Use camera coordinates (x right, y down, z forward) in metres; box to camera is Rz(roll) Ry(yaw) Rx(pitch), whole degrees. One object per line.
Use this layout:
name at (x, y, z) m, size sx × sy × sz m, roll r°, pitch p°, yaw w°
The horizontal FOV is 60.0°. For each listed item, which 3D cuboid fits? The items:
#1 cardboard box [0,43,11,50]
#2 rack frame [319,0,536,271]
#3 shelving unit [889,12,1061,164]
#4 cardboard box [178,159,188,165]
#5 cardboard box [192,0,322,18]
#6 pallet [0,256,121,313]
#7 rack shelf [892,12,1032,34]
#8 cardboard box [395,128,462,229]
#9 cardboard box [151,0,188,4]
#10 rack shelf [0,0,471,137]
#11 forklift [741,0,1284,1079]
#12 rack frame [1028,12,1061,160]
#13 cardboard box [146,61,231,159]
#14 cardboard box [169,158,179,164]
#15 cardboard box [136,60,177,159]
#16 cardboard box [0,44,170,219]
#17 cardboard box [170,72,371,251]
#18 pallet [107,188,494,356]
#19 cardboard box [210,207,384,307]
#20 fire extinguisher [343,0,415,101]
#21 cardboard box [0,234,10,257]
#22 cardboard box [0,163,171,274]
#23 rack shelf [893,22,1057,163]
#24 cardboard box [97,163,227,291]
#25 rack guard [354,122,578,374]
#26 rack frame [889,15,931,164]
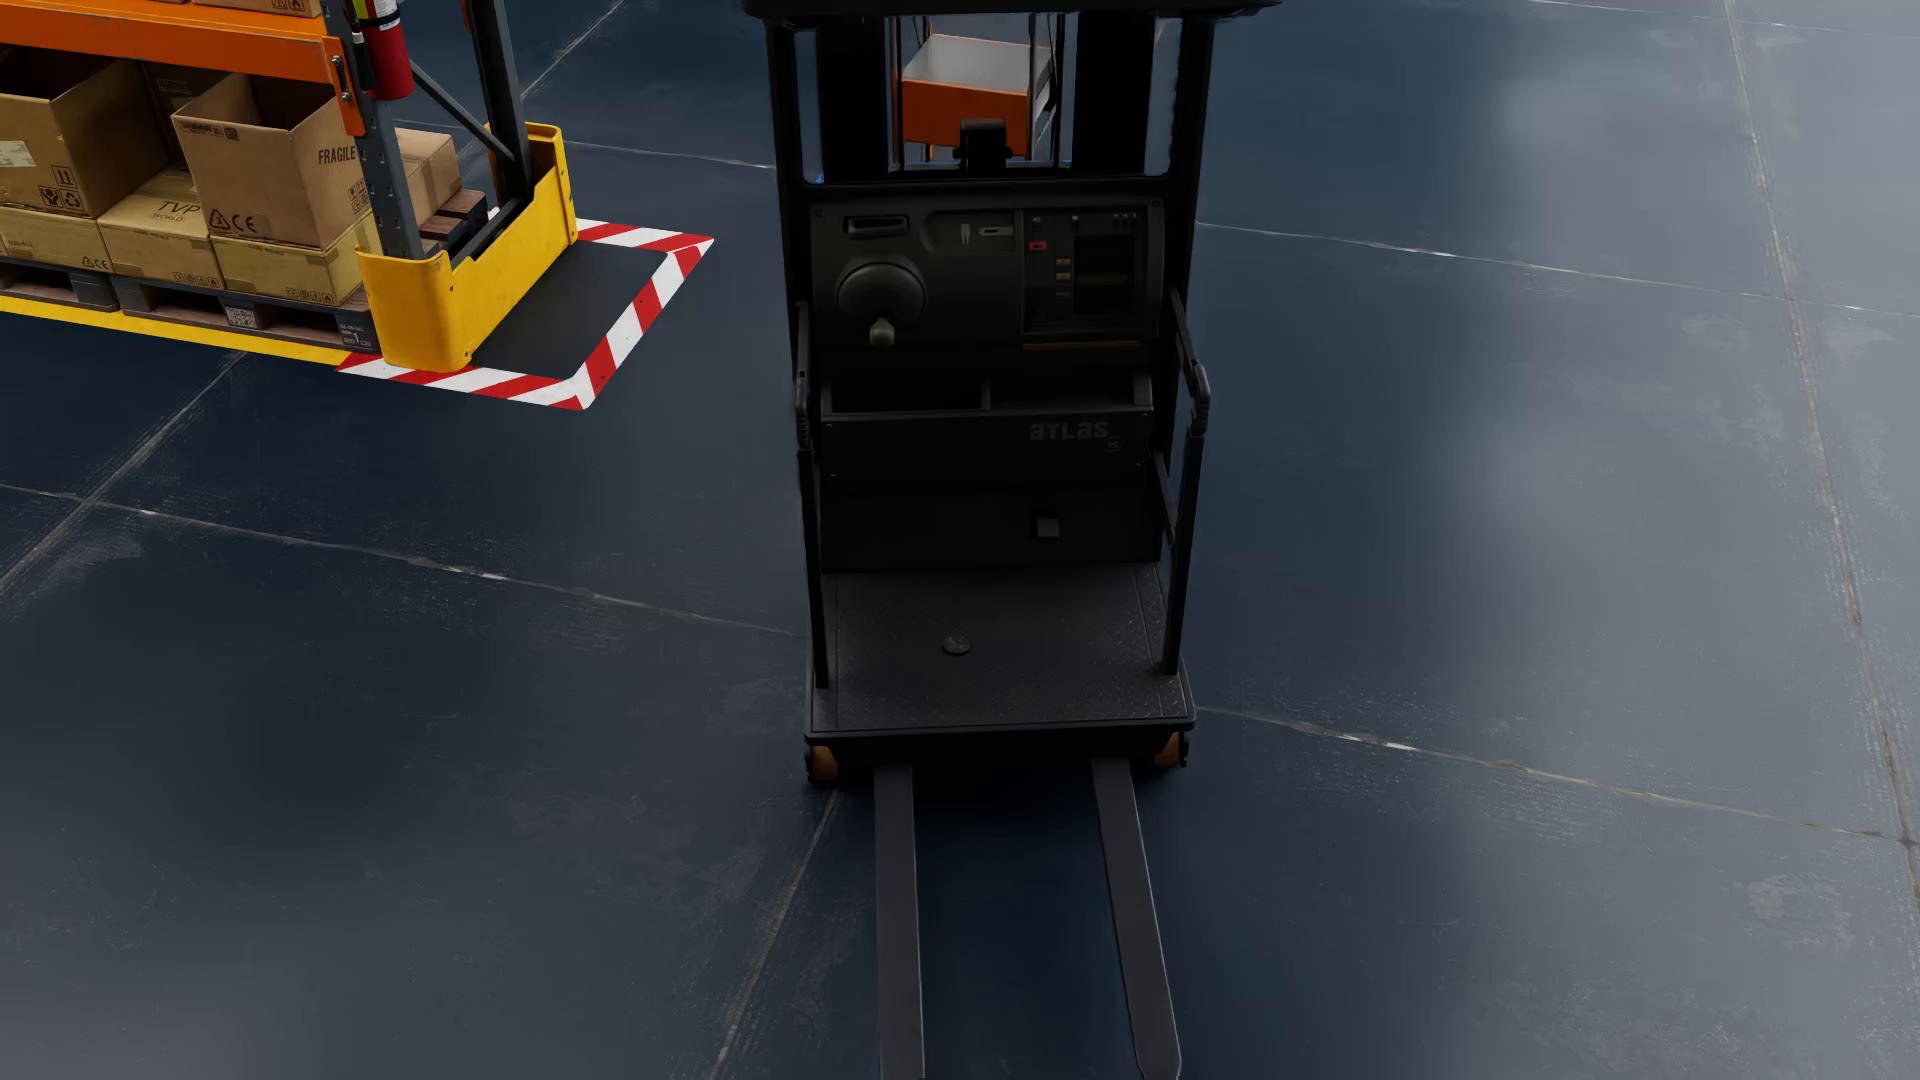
cardboard box at (-4.060, -1.728, 6.703) m, size 0.500 × 0.500 × 0.500 m, roll 10°, pitch 41°, yaw 11°
rack frame at (-2.012, -2.187, 6.022) m, size 0.127 × 3.000 × 1.000 m, roll 10°, pitch 41°, yaw 11°
shelving unit at (0.061, -1.491, 5.892) m, size 0.503 × 2.100 × 0.431 m, roll 11°, pitch 41°, yaw 13°
cardboard box at (-2.957, -1.603, 7.138) m, size 0.500 × 0.250 × 0.500 m, roll 10°, pitch 41°, yaw 11°
cardboard box at (-2.460, -2.311, 6.092) m, size 0.500 × 0.500 × 0.700 m, roll 10°, pitch 41°, yaw 11°
pallet at (-3.937, -1.425, 7.282) m, size 1.213 × 0.211 × 1.003 m, roll 10°, pitch 41°, yaw 11°
rack shelf at (0.060, -2.017, 5.451) m, size 0.480 × 0.518 × 0.431 m, roll 11°, pitch 41°, yaw 13°
cardboard box at (-2.473, -1.522, 7.042) m, size 0.500 × 0.250 × 0.500 m, roll 10°, pitch 41°, yaw 11°
cardboard box at (-2.969, -2.395, 6.192) m, size 0.500 × 0.500 × 0.700 m, roll 11°, pitch 41°, yaw 13°
rack shelf at (-3.944, -2.244, 6.649) m, size 4.000 × 0.370 × 1.077 m, roll 10°, pitch 41°, yaw 11°
forklift at (0.088, -0.632, 4.224) m, size 1.130 × 2.935 × 3.031 m, roll -2°, pitch 40°, yaw -2°
rack frame at (0.295, -1.447, 5.839) m, size 0.015 × 2.100 × 0.400 m, roll 11°, pitch 41°, yaw 13°
cardboard box at (-2.956, -1.891, 6.898) m, size 0.500 × 0.500 × 0.500 m, roll 10°, pitch 41°, yaw 11°
cardboard box at (-3.440, -1.687, 7.237) m, size 0.500 × 0.250 × 0.500 m, roll 10°, pitch 41°, yaw 11°
cardboard box at (-3.443, -1.967, 6.988) m, size 0.500 × 0.500 × 0.500 m, roll 10°, pitch 41°, yaw 11°
cardboard box at (-3.577, -1.644, 6.603) m, size 0.500 × 0.500 × 0.500 m, roll 10°, pitch 41°, yaw 11°
cardboard box at (-2.607, -1.486, 6.416) m, size 0.500 × 0.500 × 0.500 m, roll 10°, pitch 41°, yaw 11°
pallet at (-2.762, -1.220, 7.039) m, size 1.213 × 0.211 × 1.003 m, roll 10°, pitch 41°, yaw 11°
cardboard box at (-2.607, -1.201, 6.659) m, size 0.500 × 0.250 × 0.500 m, roll 10°, pitch 41°, yaw 11°
fire extinguisher at (-2.018, -1.849, 5.680) m, size 0.183 × 0.674 × 0.296 m, roll 10°, pitch 41°, yaw 11°
cardboard box at (-4.059, -1.443, 6.947) m, size 0.500 × 0.250 × 0.500 m, roll 10°, pitch 41°, yaw 11°
cardboard box at (-3.576, -1.358, 6.846) m, size 0.500 × 0.250 × 0.500 m, roll 10°, pitch 41°, yaw 11°
rack shelf at (0.061, -1.481, 5.901) m, size 0.480 × 0.518 × 0.431 m, roll 11°, pitch 41°, yaw 13°
cardboard box at (-3.093, -1.276, 6.749) m, size 0.500 × 0.250 × 0.500 m, roll 10°, pitch 41°, yaw 11°
rack guard at (-1.989, -1.226, 6.821) m, size 0.348 × 0.500 × 1.175 m, roll 10°, pitch 41°, yaw 11°
rack frame at (-0.173, -1.535, 5.945) m, size 0.015 × 2.100 × 0.400 m, roll 11°, pitch 41°, yaw 13°
